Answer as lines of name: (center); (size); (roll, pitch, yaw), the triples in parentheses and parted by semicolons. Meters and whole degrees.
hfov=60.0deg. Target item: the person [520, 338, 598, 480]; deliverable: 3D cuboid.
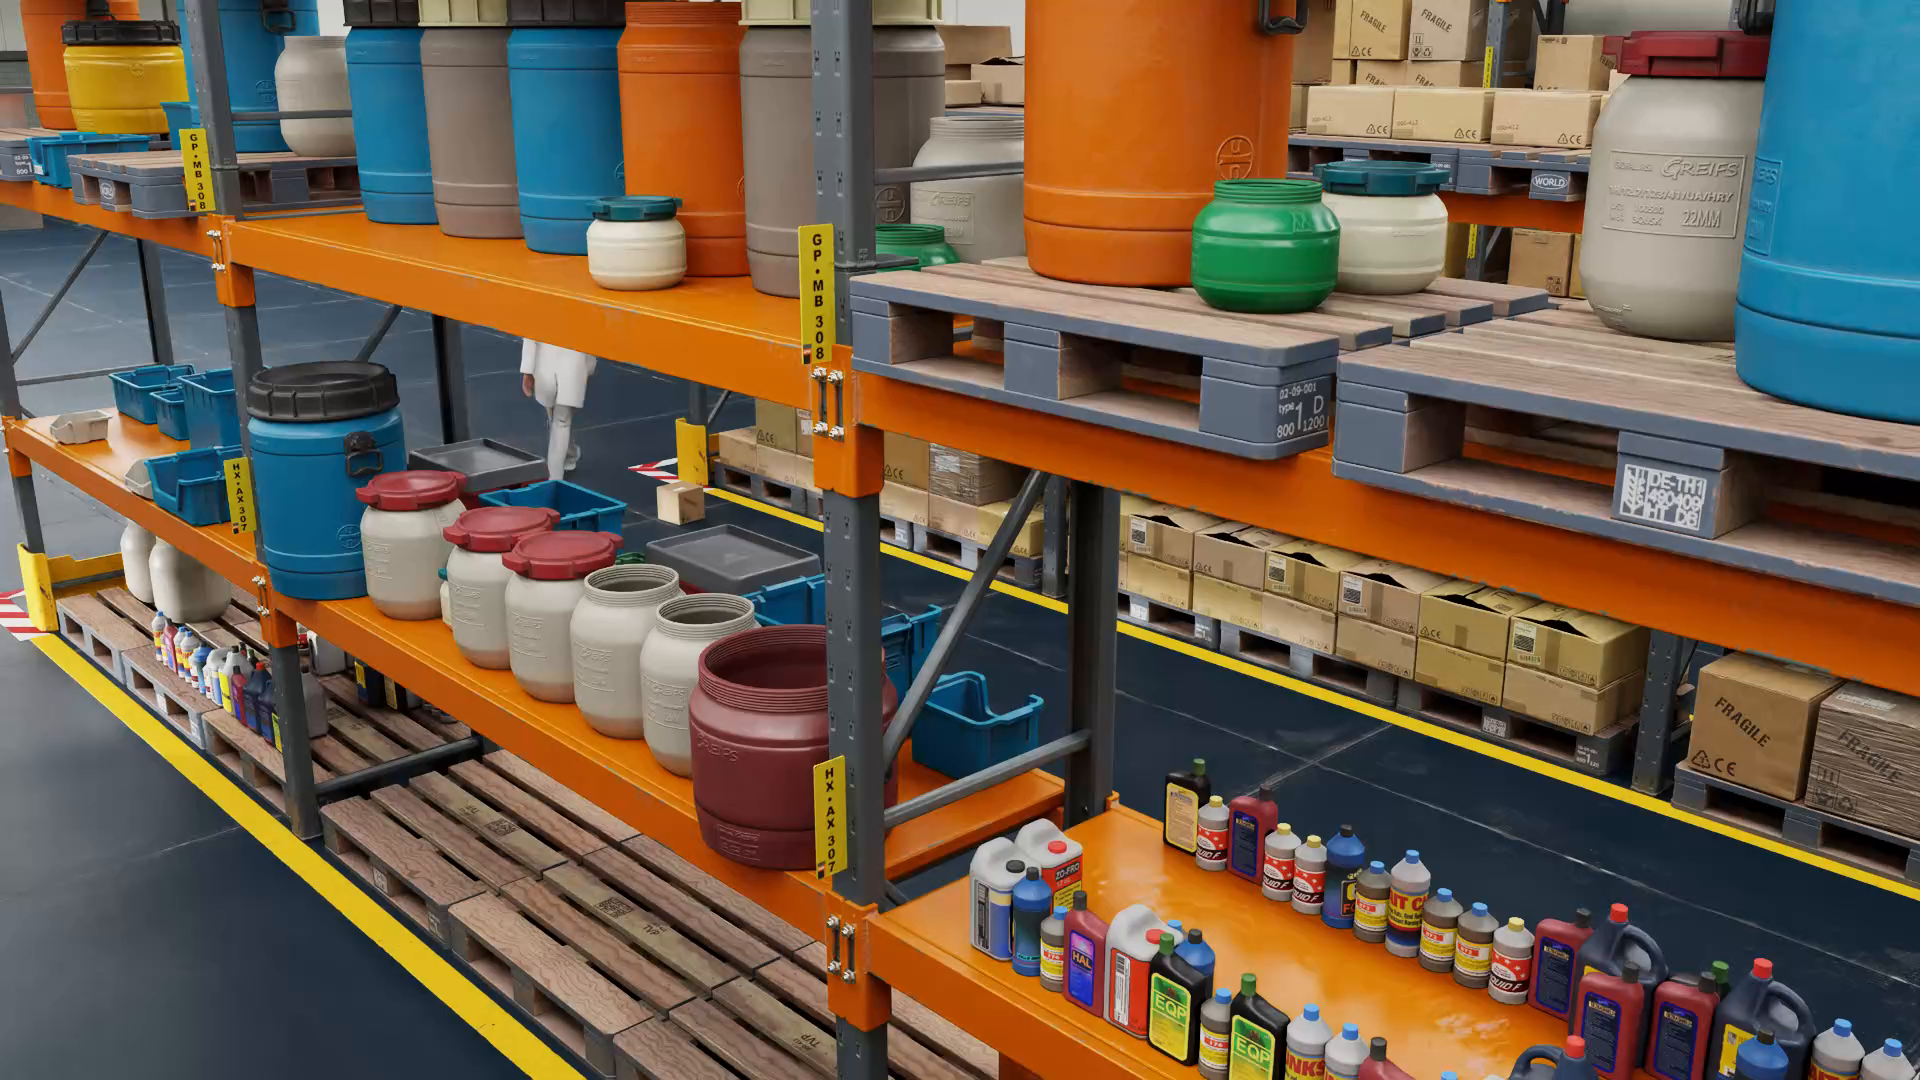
person: (-3.193, -1.348, 13.473); (0.614, 1.725, 1.014); (0, 17, -1)
